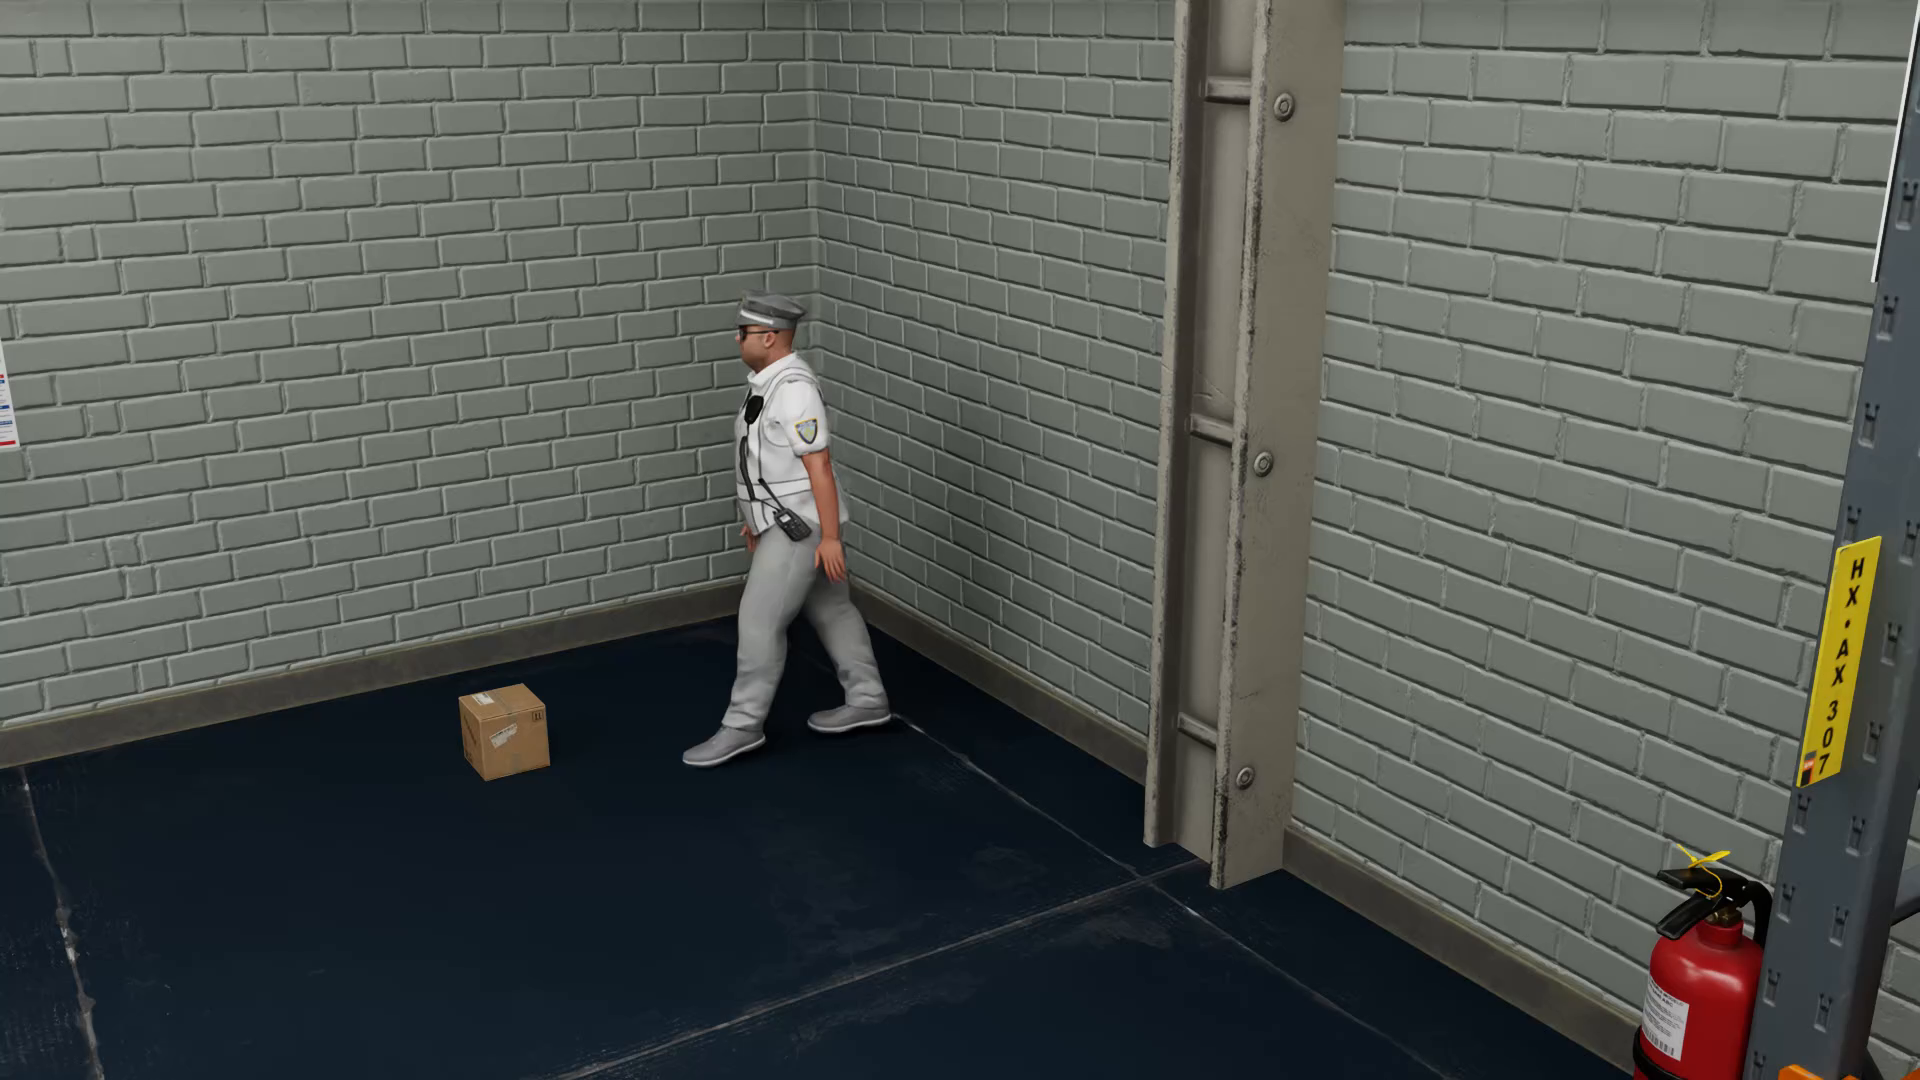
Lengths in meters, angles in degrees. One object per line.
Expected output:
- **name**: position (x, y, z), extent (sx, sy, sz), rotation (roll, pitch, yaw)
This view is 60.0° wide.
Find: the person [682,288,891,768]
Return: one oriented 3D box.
- **person**: position (-0.667, -0.066, 6.218), extent (0.804, 1.756, 0.558), rotation (-2, 18, -6)
